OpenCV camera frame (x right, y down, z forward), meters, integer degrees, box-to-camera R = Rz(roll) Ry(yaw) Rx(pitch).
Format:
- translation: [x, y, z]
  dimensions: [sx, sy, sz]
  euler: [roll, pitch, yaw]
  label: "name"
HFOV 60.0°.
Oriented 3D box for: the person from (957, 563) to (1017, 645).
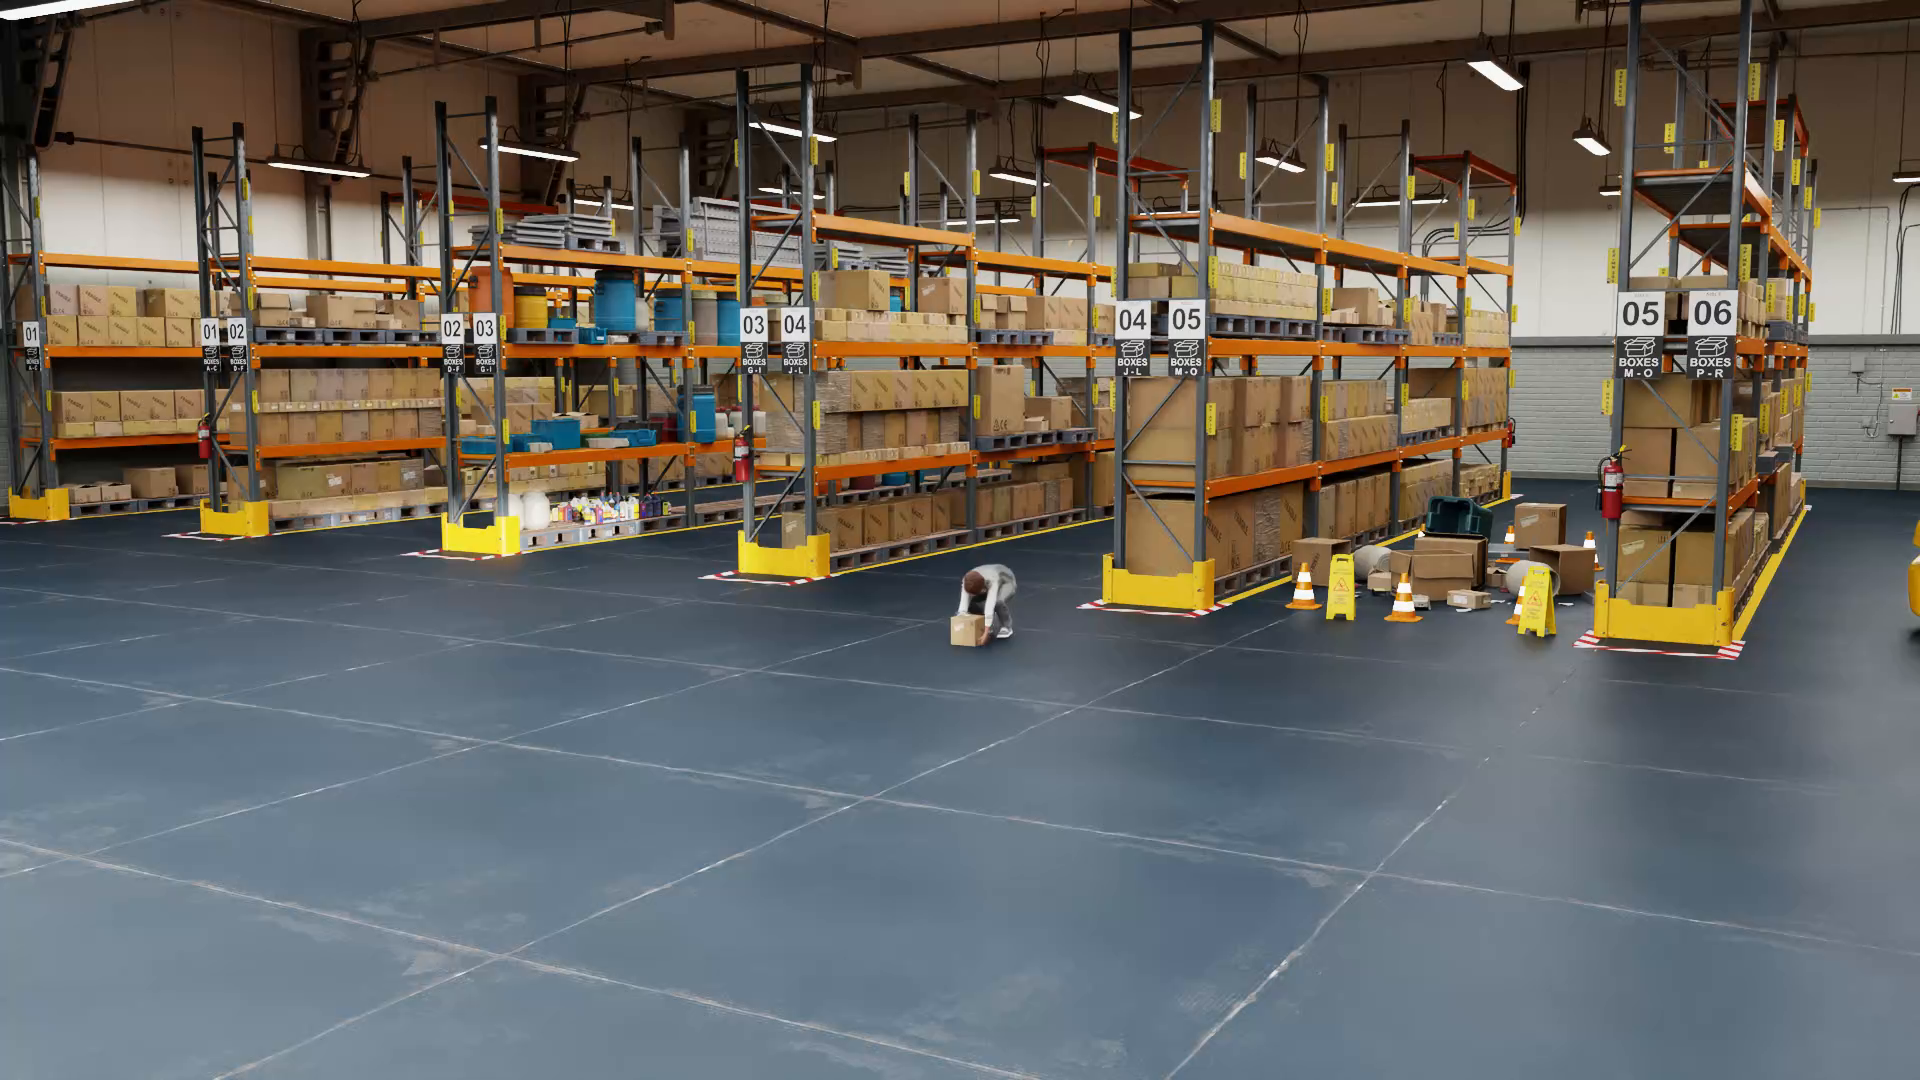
- translation: [0.247, 0.589, 15.460]
  dimensions: [0.420, 0.714, 0.869]
  euler: [3, 7, 27]
  label: "person"
